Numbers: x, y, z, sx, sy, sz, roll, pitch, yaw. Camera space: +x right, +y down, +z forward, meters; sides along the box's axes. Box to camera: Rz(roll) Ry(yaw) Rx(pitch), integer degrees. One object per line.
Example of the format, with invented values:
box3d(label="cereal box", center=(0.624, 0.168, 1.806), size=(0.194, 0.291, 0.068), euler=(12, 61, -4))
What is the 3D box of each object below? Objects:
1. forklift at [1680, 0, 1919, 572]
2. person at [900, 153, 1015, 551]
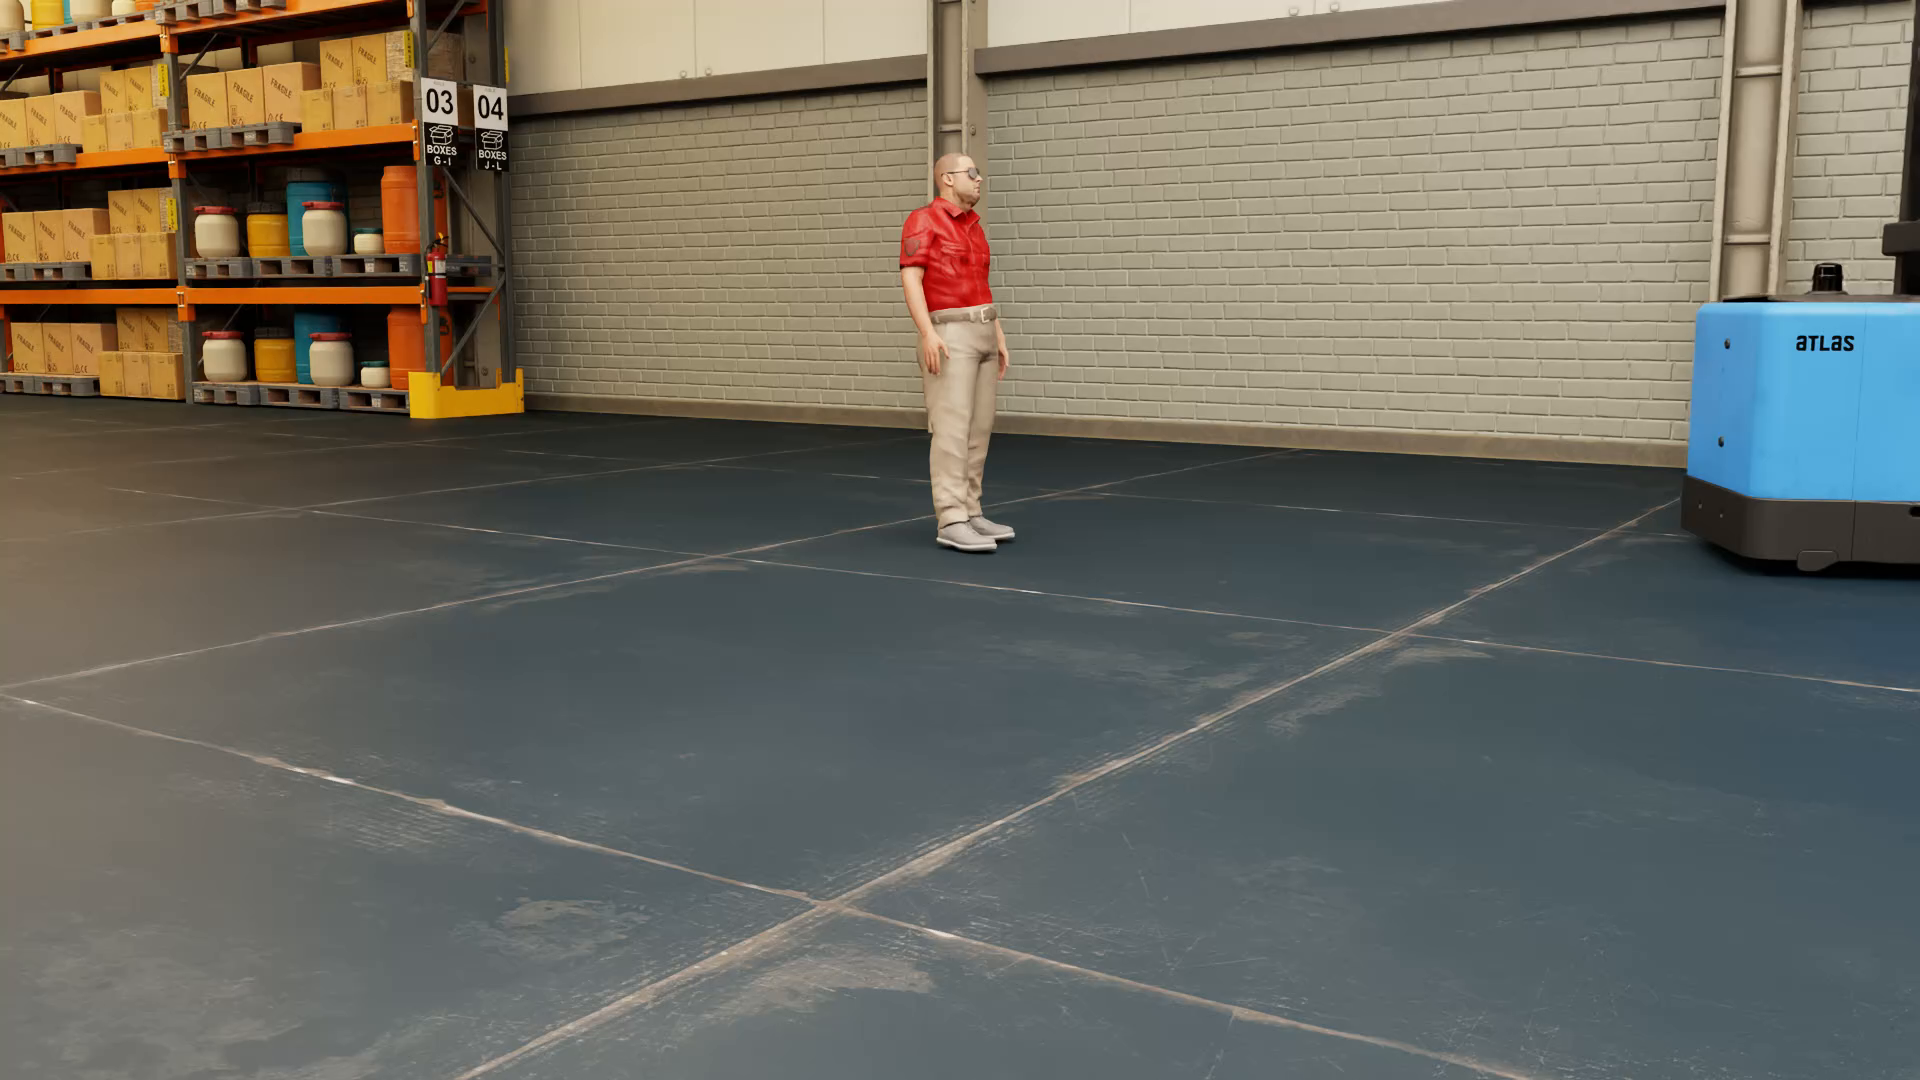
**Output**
box3d(label="forklift", center=(4.680, -1.345, 6.653), size=(3.031, 2.935, 1.130), euler=(1, 8, 8))
box3d(label="person", center=(0.067, -0.854, 7.421), size=(0.551, 1.727, 0.640), euler=(5, 10, 34))
